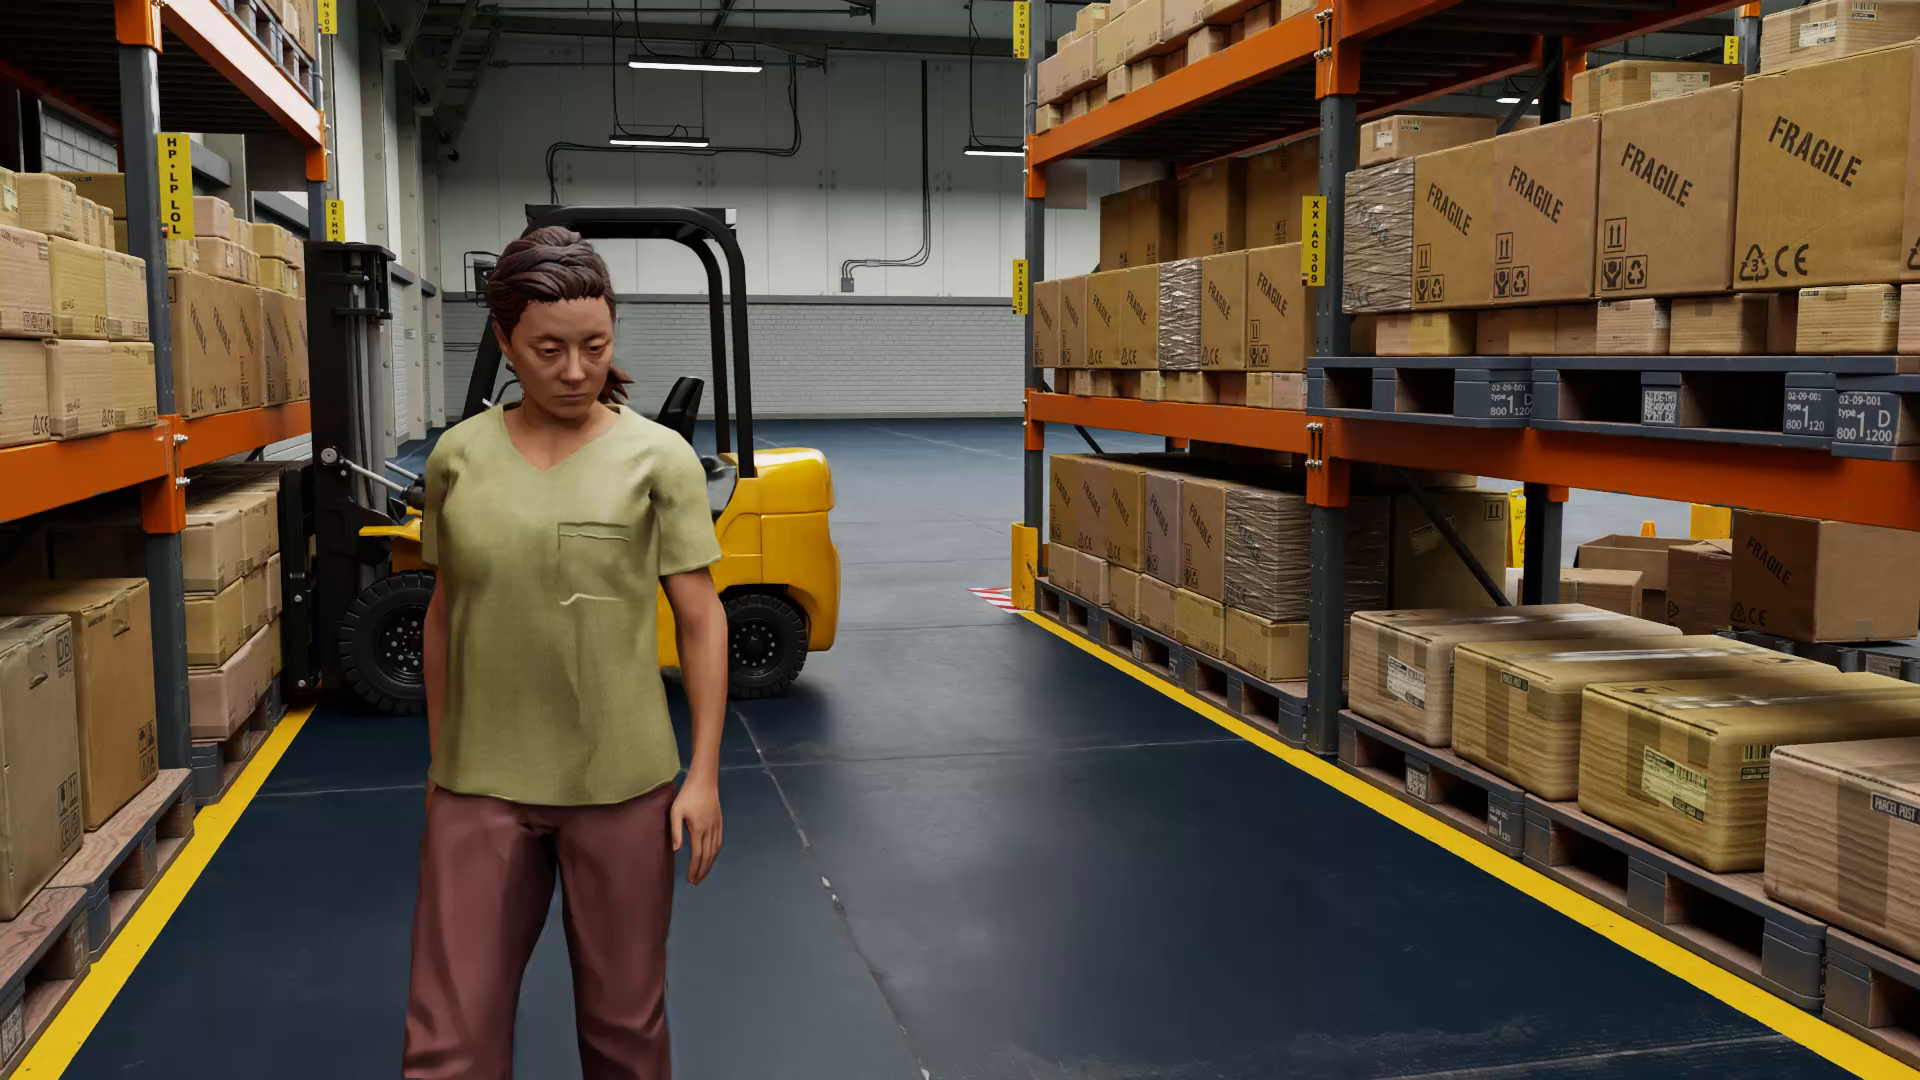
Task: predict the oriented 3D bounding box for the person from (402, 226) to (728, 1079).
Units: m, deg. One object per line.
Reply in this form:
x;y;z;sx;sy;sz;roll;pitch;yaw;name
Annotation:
-0.591;0.392;2.378;0.488;1.671;0.646;0;6;-1;person
